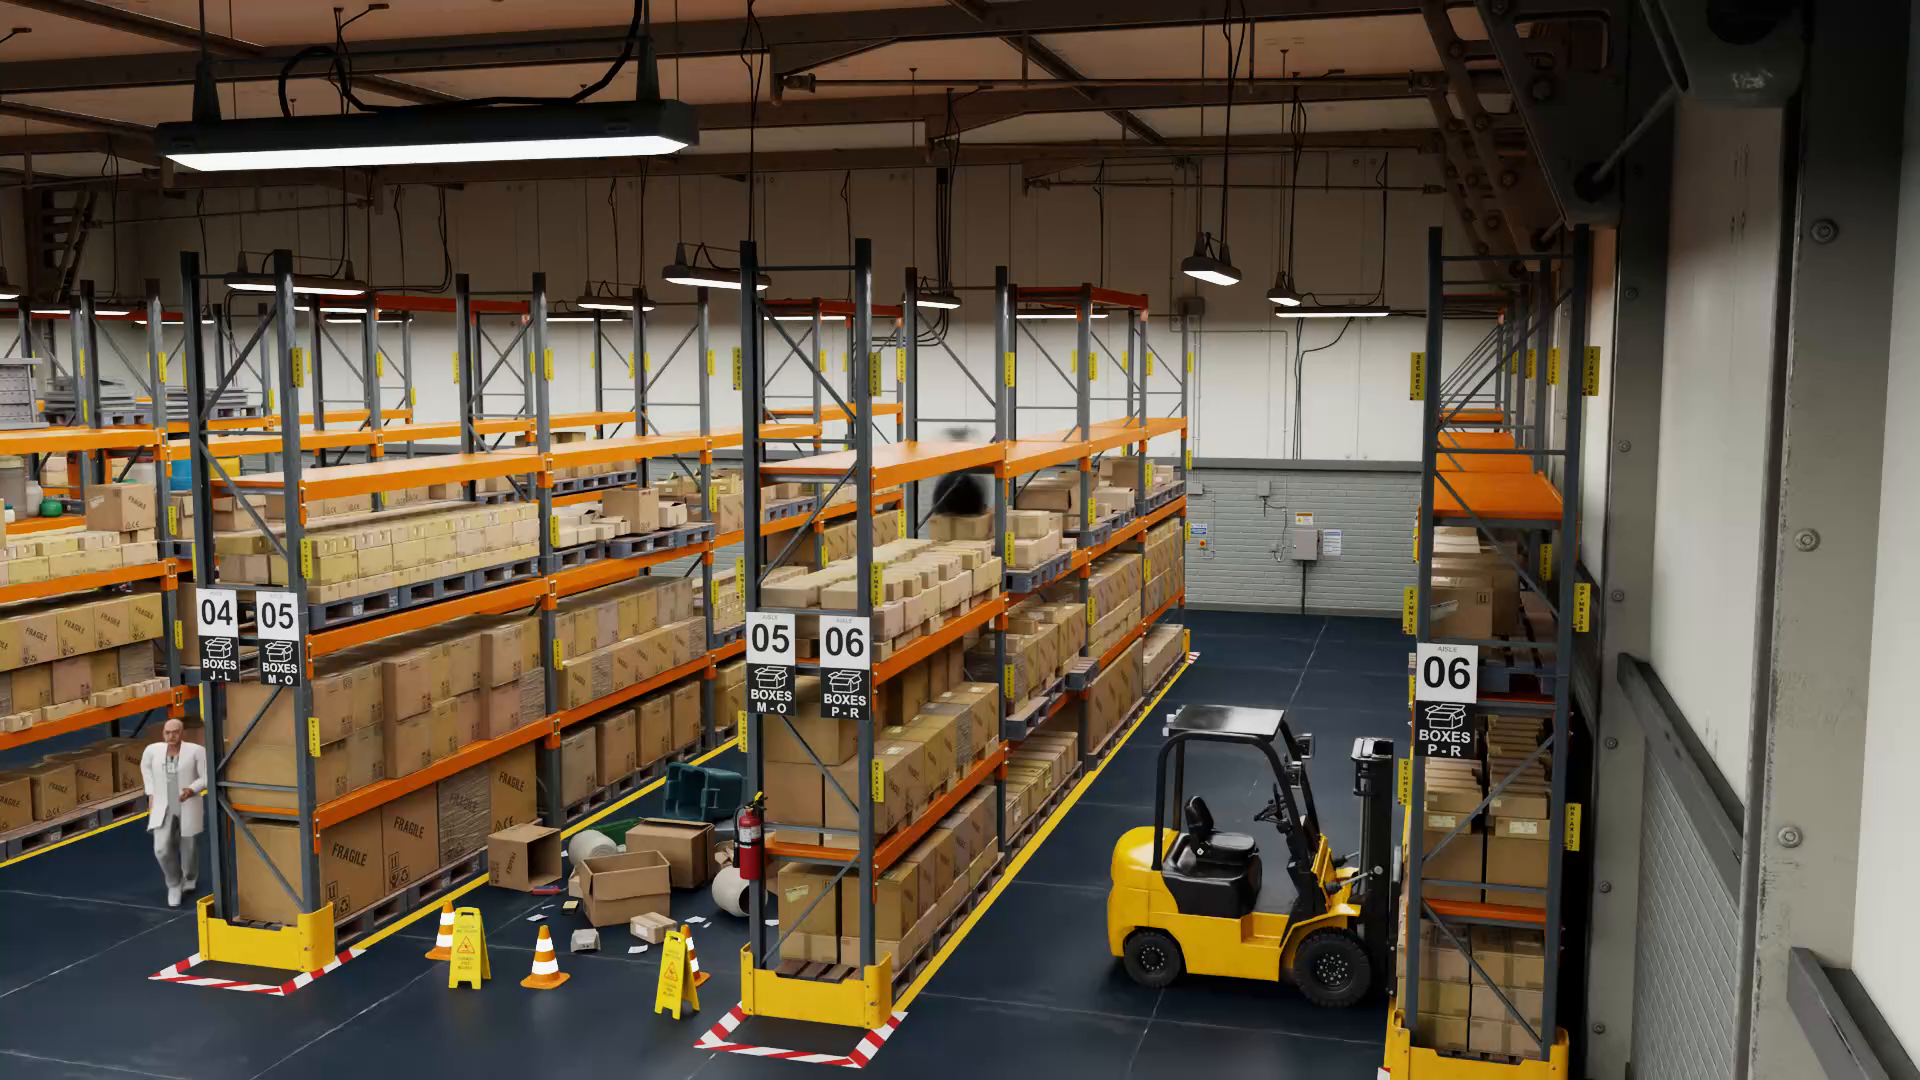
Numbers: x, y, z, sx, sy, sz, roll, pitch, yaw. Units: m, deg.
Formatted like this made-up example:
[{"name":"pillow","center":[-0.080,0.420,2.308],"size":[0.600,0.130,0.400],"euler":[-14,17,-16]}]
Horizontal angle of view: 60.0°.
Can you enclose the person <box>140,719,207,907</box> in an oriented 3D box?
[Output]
[{"name":"person","center":[-7.381,2.558,15.696],"size":[0.637,1.798,0.880],"euler":[-2,7,-15]}]
